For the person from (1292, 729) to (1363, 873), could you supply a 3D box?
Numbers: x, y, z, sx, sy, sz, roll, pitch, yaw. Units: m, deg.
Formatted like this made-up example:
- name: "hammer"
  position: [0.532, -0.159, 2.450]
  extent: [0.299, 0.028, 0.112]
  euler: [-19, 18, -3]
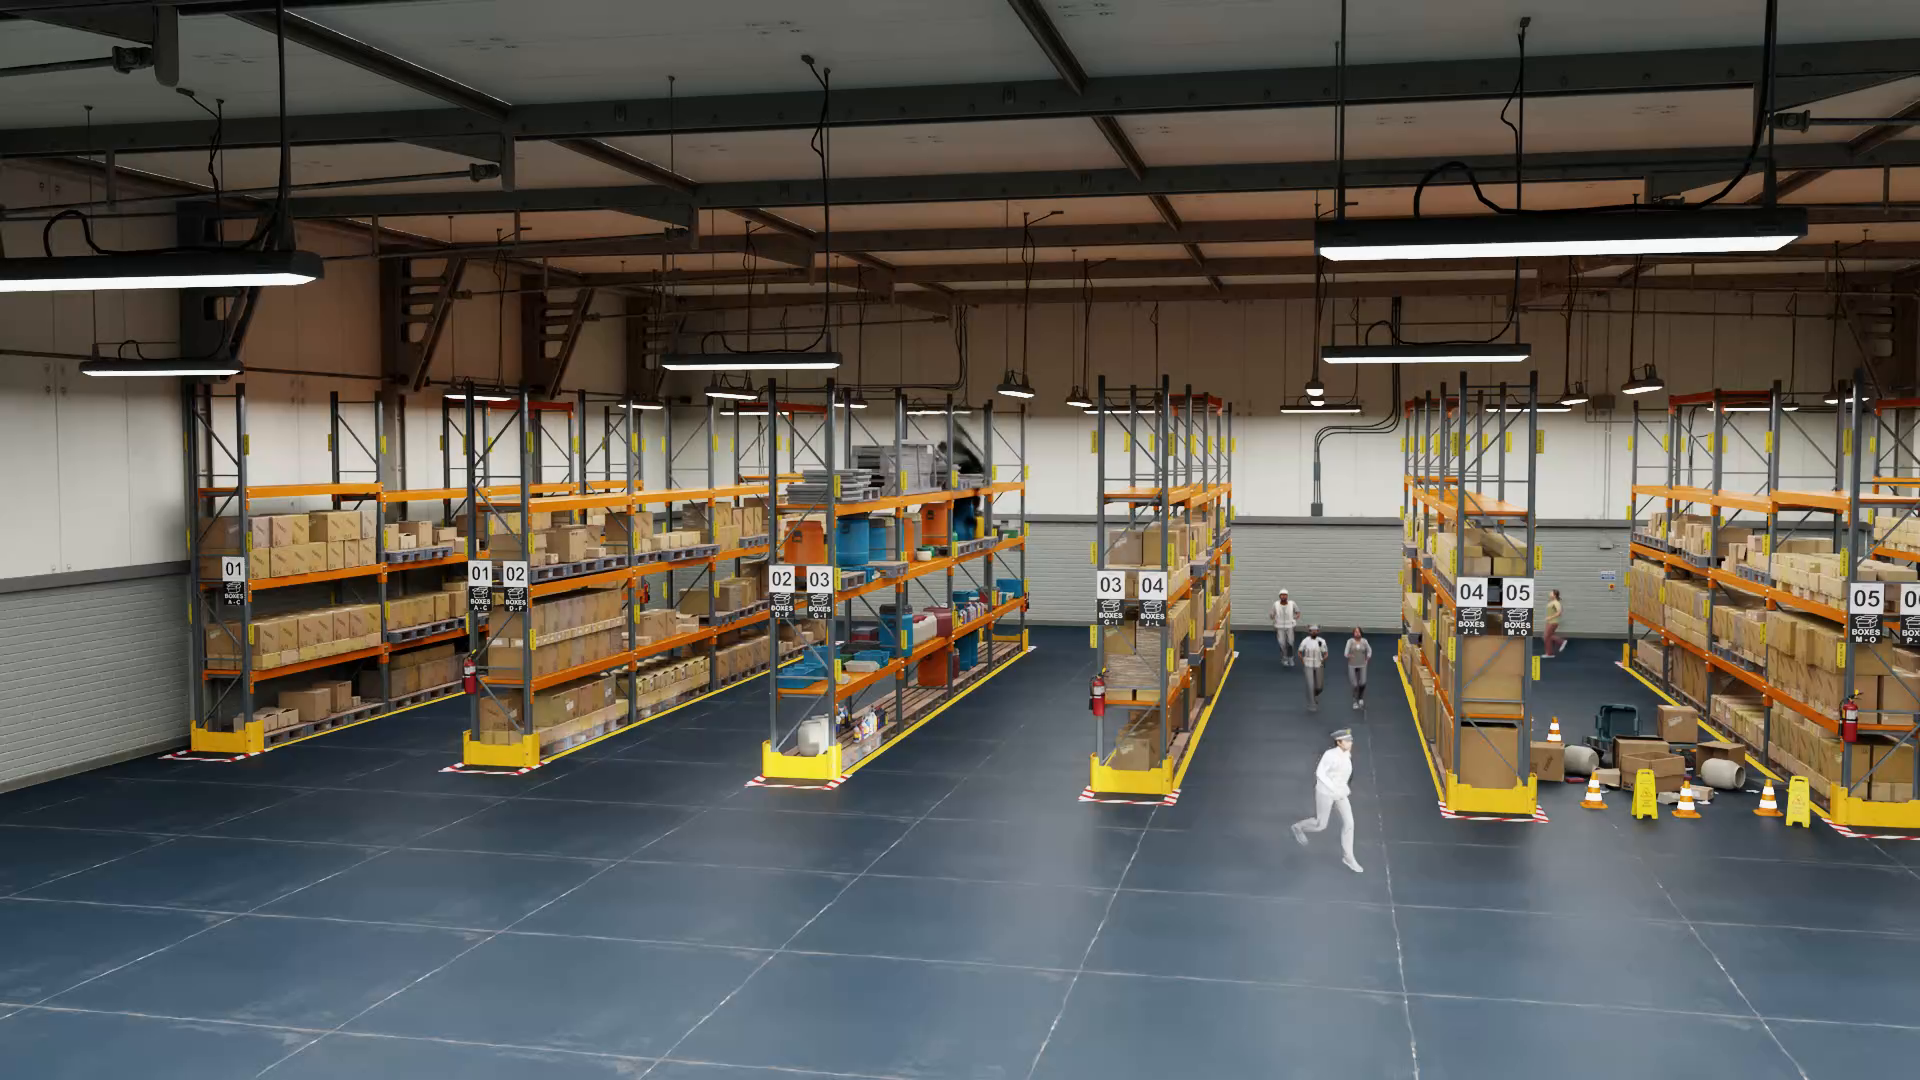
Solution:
- name: "person"
  position: [4.401, 3.051, 19.846]
  extent: [0.619, 1.680, 1.032]
  euler: [-3, 4, -38]

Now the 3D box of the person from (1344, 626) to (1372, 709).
- name: "person"
  position: [7.503, 2.413, 31.335]
  extent: [0.519, 1.564, 0.580]
  euler: [1, 3, 11]

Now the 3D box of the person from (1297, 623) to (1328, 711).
- name: "person"
  position: [6.658, 2.378, 31.383]
  extent: [0.577, 1.651, 0.624]
  euler: [0, 3, 6]

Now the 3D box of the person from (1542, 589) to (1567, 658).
- name: "person"
  position: [13.989, 1.965, 39.066]
  extent: [0.580, 1.629, 0.582]
  euler: [1, 3, 9]

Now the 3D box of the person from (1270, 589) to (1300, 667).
- name: "person"
  position: [7.309, 1.997, 37.433]
  extent: [0.676, 1.762, 0.557]
  euler: [1, 3, 10]
